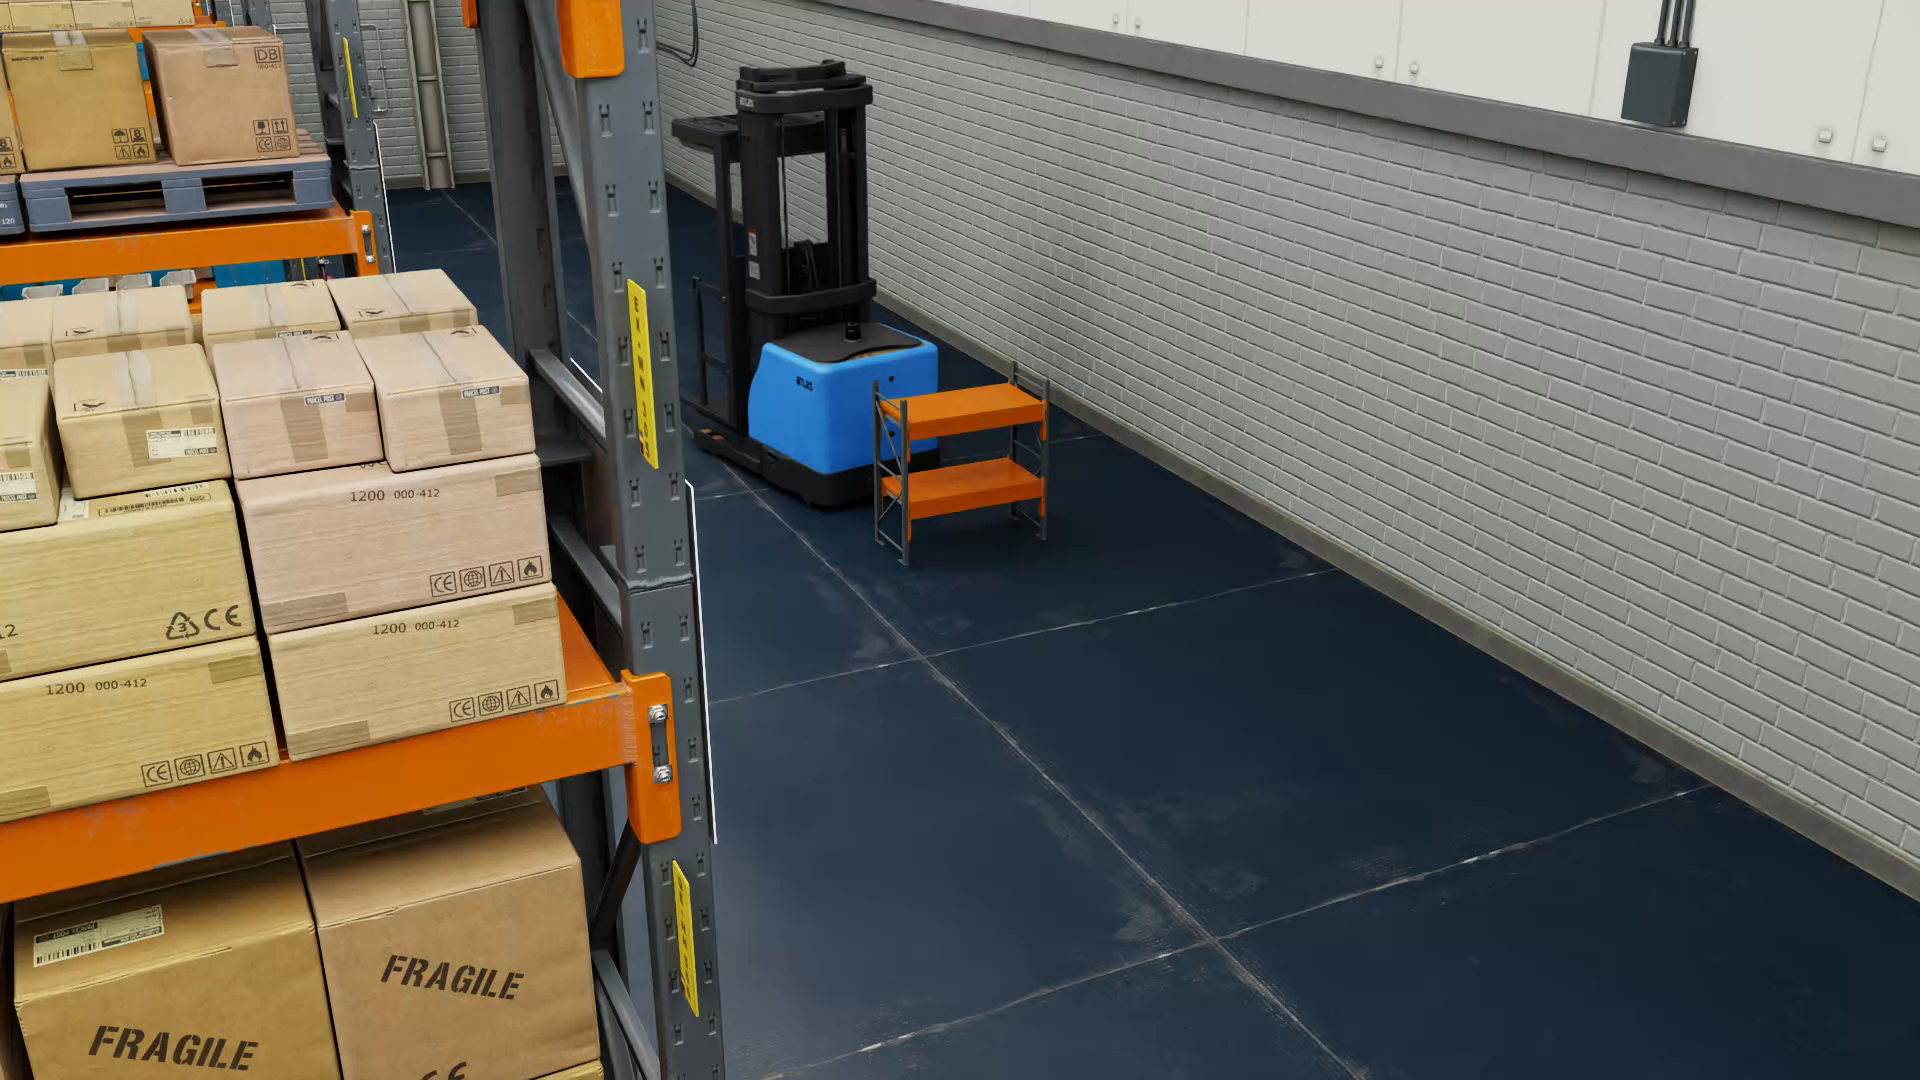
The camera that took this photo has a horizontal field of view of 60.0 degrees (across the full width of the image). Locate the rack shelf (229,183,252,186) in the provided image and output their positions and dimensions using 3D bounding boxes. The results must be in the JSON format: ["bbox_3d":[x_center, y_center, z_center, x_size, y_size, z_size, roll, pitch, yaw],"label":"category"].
[{"bbox_3d":[-8.942,-3.170,15.926,4.000,0.370,1.077,-10,25,-24],"label":"rack shelf"}]

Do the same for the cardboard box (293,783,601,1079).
[{"bbox_3d":[-1.091,0.823,3.513,0.500,0.500,0.500,-11,25,-25],"label":"cardboard box"}]

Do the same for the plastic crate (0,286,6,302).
[{"bbox_3d":[-6.734,-1.647,11.449,0.300,0.233,0.416,-10,25,-24],"label":"plastic crate"}]

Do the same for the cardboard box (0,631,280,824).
[{"bbox_3d":[-1.538,0.244,3.013,0.500,0.250,0.500,-10,25,-24],"label":"cardboard box"}]

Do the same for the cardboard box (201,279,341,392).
[{"bbox_3d":[-1.415,-0.414,3.427,0.250,0.149,0.380,-9,24,-21],"label":"cardboard box"}]

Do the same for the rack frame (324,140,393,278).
[{"bbox_3d":[-2.847,-0.419,8.341,0.127,3.000,1.000,-10,25,-24],"label":"rack frame"}]

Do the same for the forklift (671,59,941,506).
[{"bbox_3d":[-1.415,-2.094,12.477,1.130,2.935,3.031,-16,27,-33],"label":"forklift"}]

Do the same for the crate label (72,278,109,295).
[{"bbox_3d":[-6.159,-1.737,11.790,0.243,0.136,0.396,-10,25,-24],"label":"crate label"}]

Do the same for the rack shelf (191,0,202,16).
[{"bbox_3d":[-11.094,-6.262,19.475,4.000,0.370,1.077,-10,25,-24],"label":"rack shelf"}]

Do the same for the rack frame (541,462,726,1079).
[{"bbox_3d":[-0.787,1.307,4.171,0.127,3.000,1.000,-10,25,-24],"label":"rack frame"}]

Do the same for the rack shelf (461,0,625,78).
[{"bbox_3d":[-2.589,-0.799,2.360,4.000,0.370,1.077,-10,25,-24],"label":"rack shelf"}]

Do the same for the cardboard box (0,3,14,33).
[{"bbox_3d":[-8.846,-4.730,15.030,0.500,0.250,0.500,-10,25,-24],"label":"cardboard box"}]

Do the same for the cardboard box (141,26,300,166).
[{"bbox_3d":[-3.292,-1.987,7.396,0.500,0.500,0.700,-12,25,-27],"label":"cardboard box"}]

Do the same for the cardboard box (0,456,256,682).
[{"bbox_3d":[-1.552,0.009,2.928,0.500,0.250,0.500,-11,25,-25],"label":"cardboard box"}]

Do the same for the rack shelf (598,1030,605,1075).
[{"bbox_3d":[-2.589,1.971,3.507,4.000,0.370,1.077,-10,25,-24],"label":"rack shelf"}]

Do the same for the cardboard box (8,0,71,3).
[{"bbox_3d":[-8.395,-5.044,15.133,0.500,0.250,0.500,-10,25,-24],"label":"cardboard box"}]

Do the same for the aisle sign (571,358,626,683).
[{"bbox_3d":[-0.851,-0.010,3.953,0.004,0.787,0.394,-10,25,-24],"label":"aisle sign"}]

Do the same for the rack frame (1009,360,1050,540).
[{"bbox_3d":[0.464,-0.605,11.241,0.032,1.125,0.500,-10,25,-24],"label":"rack frame"}]

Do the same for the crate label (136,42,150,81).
[{"bbox_3d":[-5.966,-3.402,11.818,0.502,0.251,0.408,-10,25,-24],"label":"crate label"}]

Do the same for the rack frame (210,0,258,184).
[{"bbox_3d":[-7.140,-3.834,16.590,0.127,3.000,1.000,-10,25,-24],"label":"rack frame"}]

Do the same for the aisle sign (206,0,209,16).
[{"bbox_3d":[-9.097,-6.650,19.994,0.004,0.787,0.394,-10,25,-24],"label":"aisle sign"}]

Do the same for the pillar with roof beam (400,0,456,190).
[{"bbox_3d":[-5.367,-7.575,17.783,0.400,9.000,9.100,-10,25,-24],"label":"pillar with roof beam"}]

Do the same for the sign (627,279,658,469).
[{"bbox_3d":[-0.564,-0.294,2.958,0.005,0.325,0.100,-10,25,-24],"label":"sign"}]

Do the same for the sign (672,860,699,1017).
[{"bbox_3d":[-0.564,0.820,3.419,0.005,0.325,0.100,-10,25,-24],"label":"sign"}]

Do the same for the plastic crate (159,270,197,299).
[{"bbox_3d":[-5.651,-1.834,12.026,0.243,0.136,0.396,-10,25,-24],"label":"plastic crate"}]

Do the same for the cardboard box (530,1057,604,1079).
[{"bbox_3d":[-1.080,1.286,3.701,0.500,0.500,0.500,-10,24,-23],"label":"cardboard box"}]

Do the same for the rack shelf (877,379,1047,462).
[{"bbox_3d":[0.006,-0.791,10.926,1.000,0.278,0.538,-10,25,-24],"label":"rack shelf"}]

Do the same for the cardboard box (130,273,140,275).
[{"bbox_3d":[-8.203,-2.691,16.850,0.500,0.250,0.500,-10,25,-24],"label":"cardboard box"}]

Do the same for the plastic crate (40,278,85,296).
[{"bbox_3d":[-6.547,-1.931,12.133,0.300,0.233,0.416,-10,25,-24],"label":"plastic crate"}]

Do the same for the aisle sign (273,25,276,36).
[{"bbox_3d":[-4.803,-3.238,11.752,0.004,0.787,0.394,-10,25,-24],"label":"aisle sign"}]

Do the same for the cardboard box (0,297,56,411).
[{"bbox_3d":[-1.910,-0.354,3.282,0.250,0.149,0.380,-10,25,-23],"label":"cardboard box"}]

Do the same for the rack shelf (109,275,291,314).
[{"bbox_3d":[-6.797,-1.462,11.801,4.000,0.370,1.077,-10,25,-24],"label":"rack shelf"}]

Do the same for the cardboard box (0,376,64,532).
[{"bbox_3d":[-1.646,-0.137,2.759,0.250,0.149,0.380,-10,25,-23],"label":"cardboard box"}]

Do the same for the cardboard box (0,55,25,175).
[{"bbox_3d":[-4.296,-1.833,7.023,0.500,0.500,0.700,-12,25,-27],"label":"cardboard box"}]

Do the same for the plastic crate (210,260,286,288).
[{"bbox_3d":[-5.216,-2.050,12.157,0.499,0.435,0.616,-10,25,-24],"label":"plastic crate"}]

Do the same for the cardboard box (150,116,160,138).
[{"bbox_3d":[-7.876,-4.089,15.769,0.500,0.500,0.500,-10,24,-22],"label":"cardboard box"}]

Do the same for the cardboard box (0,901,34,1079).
[{"bbox_3d":[-2.012,0.996,3.094,0.500,0.500,0.500,-9,24,-21],"label":"cardboard box"}]

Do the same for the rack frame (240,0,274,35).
[{"bbox_3d":[-4.995,-4.898,11.317,0.127,3.000,1.000,-10,25,-24],"label":"rack frame"}]

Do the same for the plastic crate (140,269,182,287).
[{"bbox_3d":[-5.953,-2.040,12.396,0.300,0.233,0.416,-10,25,-24],"label":"plastic crate"}]

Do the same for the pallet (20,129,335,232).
[{"bbox_3d":[-3.511,-1.638,7.478,1.213,0.211,1.003,-10,25,-24],"label":"pallet"}]

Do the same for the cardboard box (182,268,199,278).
[{"bbox_3d":[-7.523,-2.707,16.561,0.500,0.500,0.500,-10,25,-24],"label":"cardboard box"}]

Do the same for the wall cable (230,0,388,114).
[{"bbox_3d":[-8.548,-6.548,21.819,1.851,1.984,0.084,-10,25,-24],"label":"wall cable"}]

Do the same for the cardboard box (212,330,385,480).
[{"bbox_3d":[-1.214,-0.254,3.041,0.250,0.149,0.380,-10,25,-23],"label":"cardboard box"}]

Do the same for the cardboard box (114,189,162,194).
[{"bbox_3d":[-7.891,-3.625,15.954,0.500,0.500,0.500,-10,25,-23],"label":"cardboard box"}]

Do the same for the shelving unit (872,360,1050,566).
[{"bbox_3d":[0.006,-0.521,11.038,1.048,1.125,0.538,-10,25,-24],"label":"shelving unit"}]

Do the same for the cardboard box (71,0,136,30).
[{"bbox_3d":[-7.944,-4.895,15.428,0.500,0.250,0.500,-10,25,-24],"label":"cardboard box"}]
